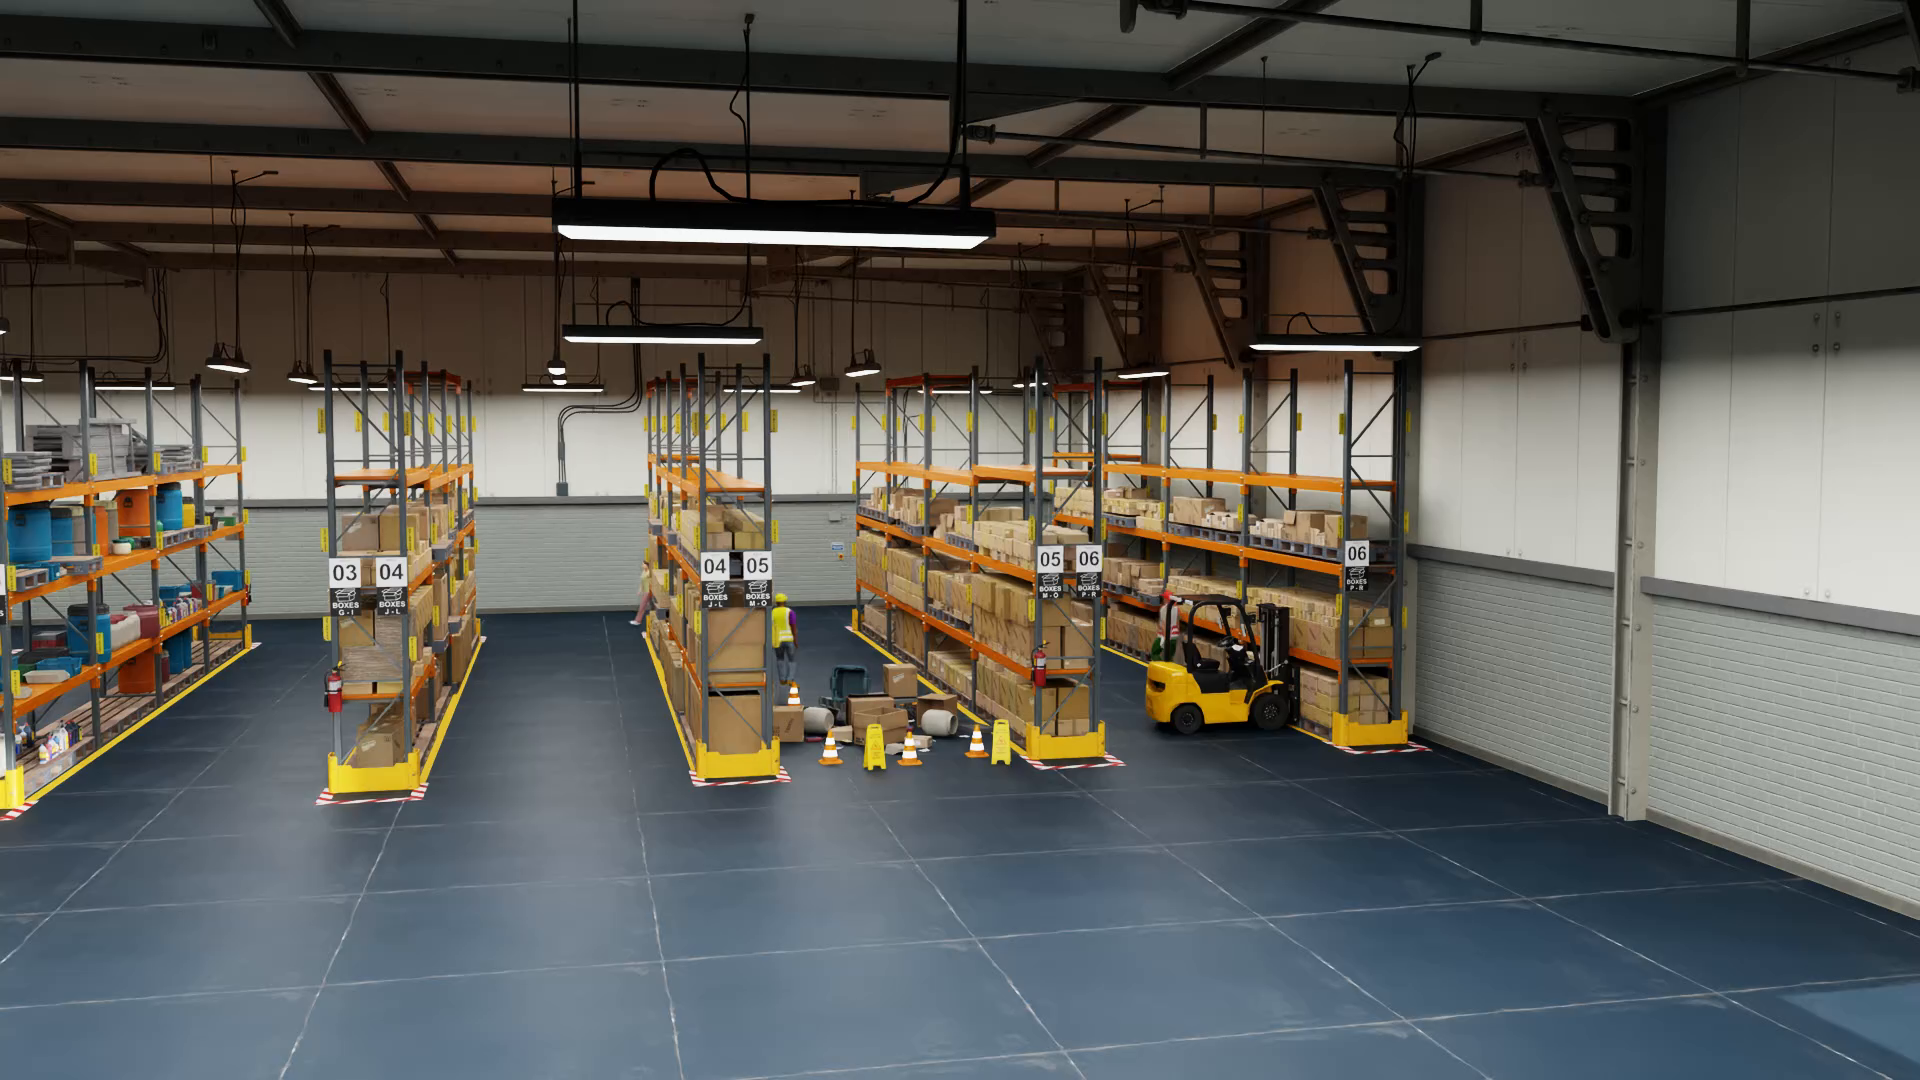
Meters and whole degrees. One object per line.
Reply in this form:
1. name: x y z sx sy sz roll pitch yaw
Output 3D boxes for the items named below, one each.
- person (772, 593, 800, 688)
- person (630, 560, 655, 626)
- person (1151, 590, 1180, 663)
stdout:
1. person: -3.216 1.830 30.192 0.601 1.728 0.499 0 4 -3
2. person: -7.799 1.304 41.471 1.016 1.632 0.473 -3 5 -36
3. person: 3.835 1.789 30.534 0.546 1.740 0.608 -2 4 -26
